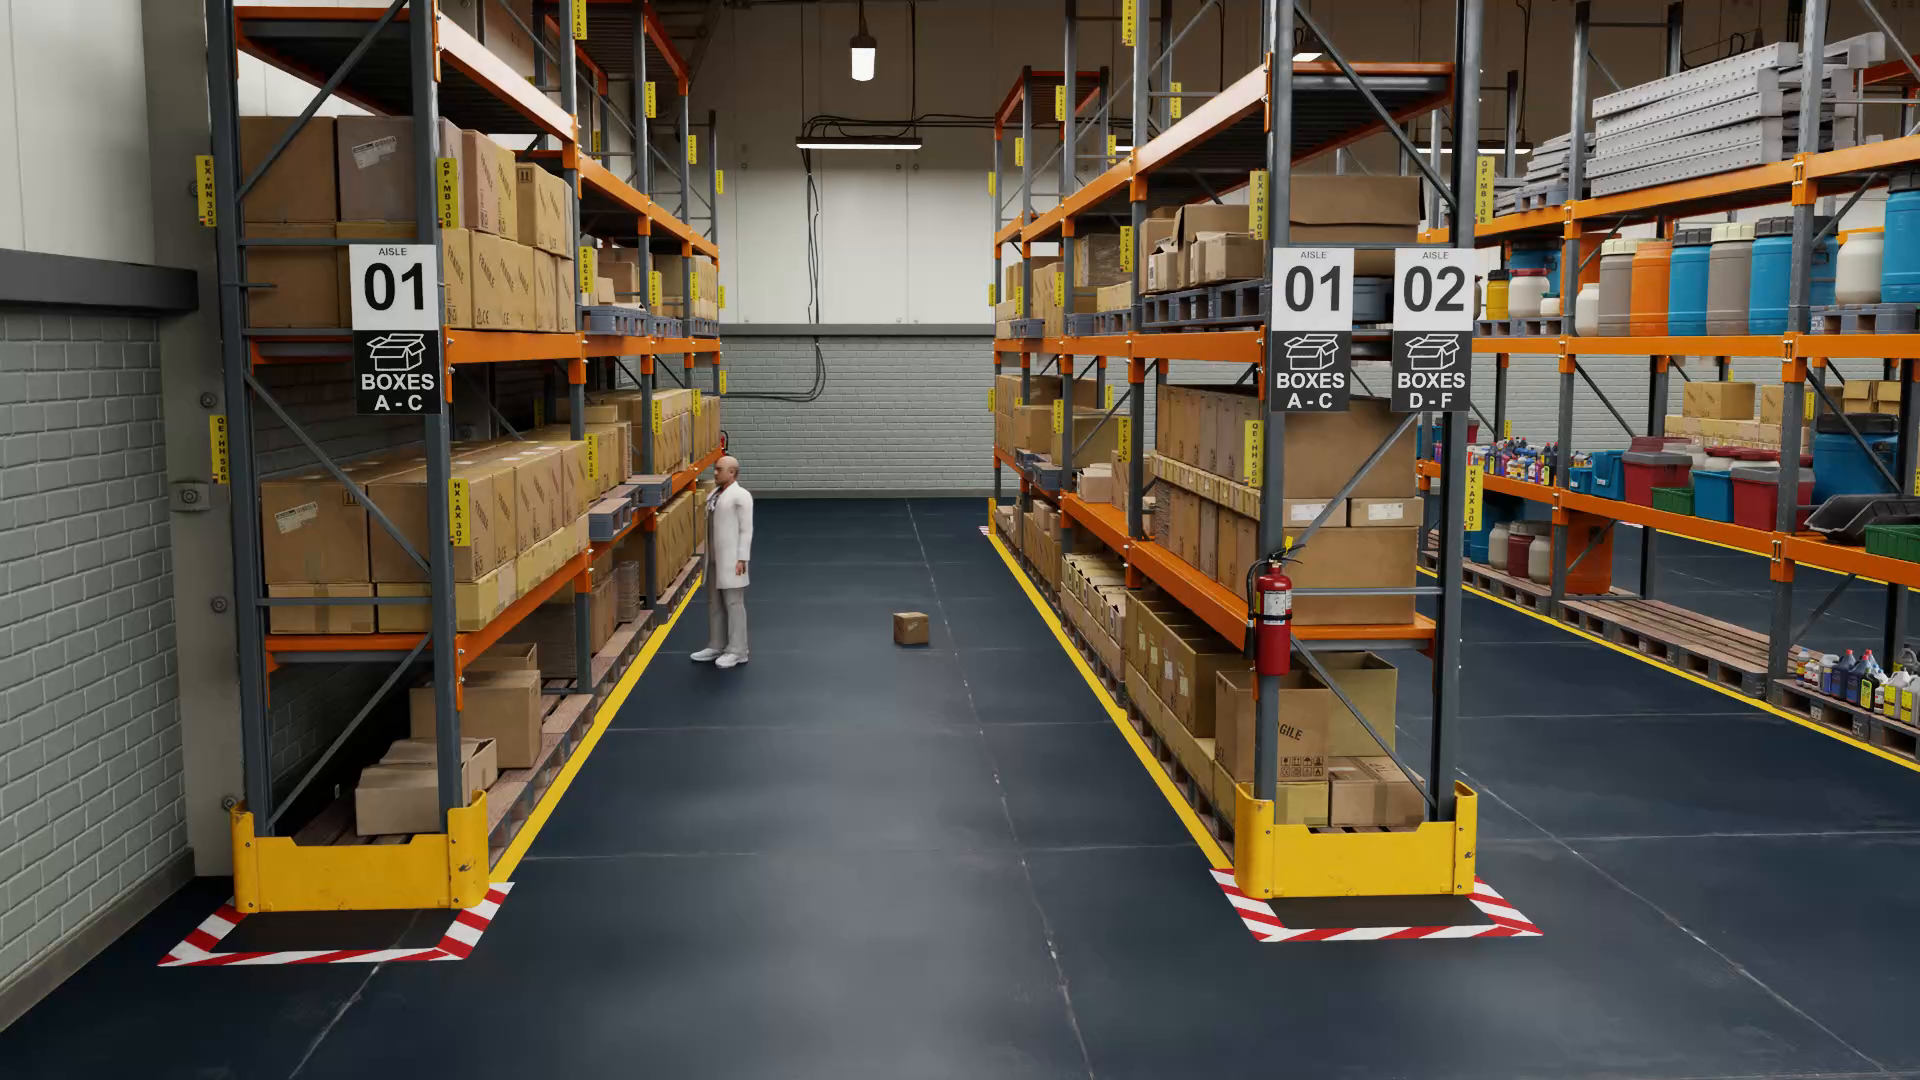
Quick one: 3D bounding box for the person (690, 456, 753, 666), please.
[{"bbox_3d":[-2.037,0.175,14.279,0.391,1.782,0.547,-6,9,-44],"label":"person"}]
